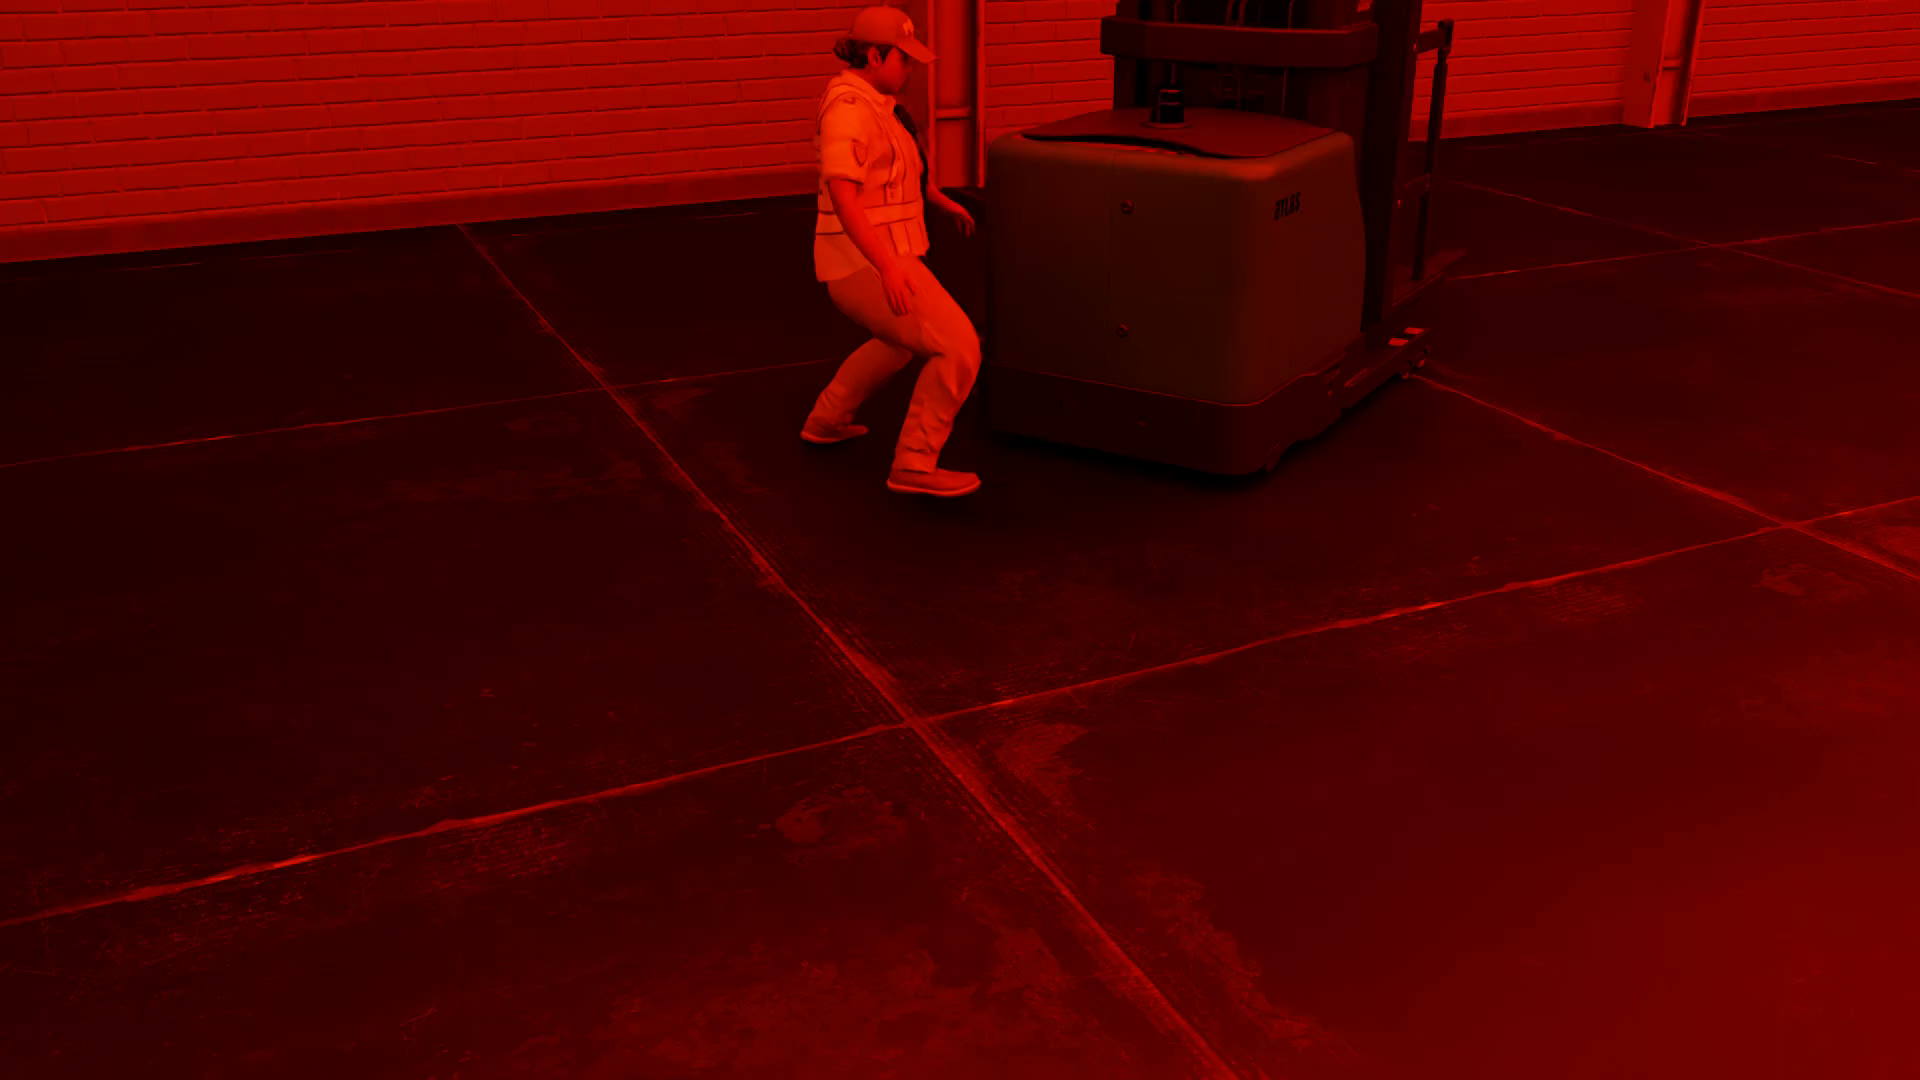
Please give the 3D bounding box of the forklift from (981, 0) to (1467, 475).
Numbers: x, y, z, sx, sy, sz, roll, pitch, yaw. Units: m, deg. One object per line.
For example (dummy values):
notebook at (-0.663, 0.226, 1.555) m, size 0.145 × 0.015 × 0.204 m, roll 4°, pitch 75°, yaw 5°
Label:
forklift at (1.284, -2.081, 6.295) m, size 1.130 × 2.935 × 3.031 m, roll 14°, pitch 26°, yaw 29°

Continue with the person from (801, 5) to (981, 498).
person at (-0.240, -0.937, 5.430) m, size 0.691 × 1.546 × 0.895 m, roll 2°, pitch 23°, yaw 5°
